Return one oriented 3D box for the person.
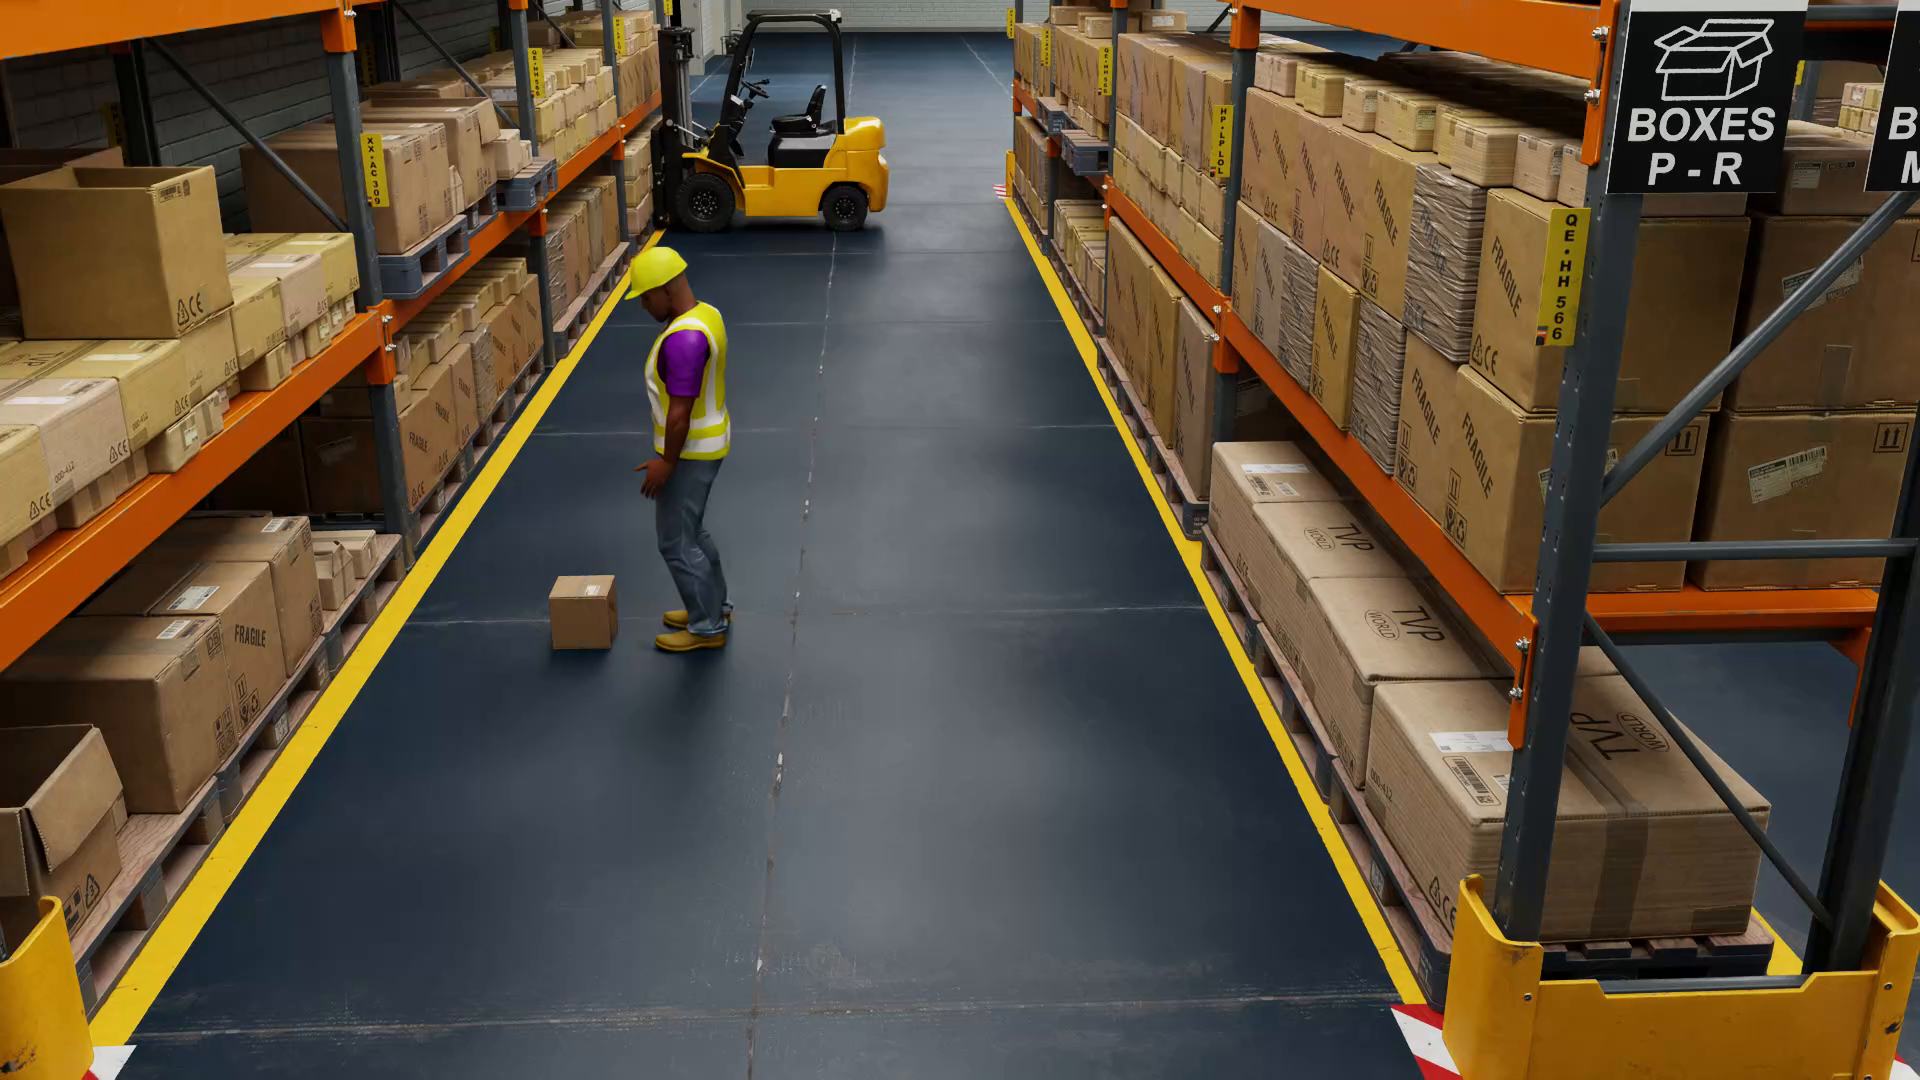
[{"bbox_3d":[-1.184,-0.381,7.107,0.396,1.744,0.578,-1,20,-2],"label":"person"}]
